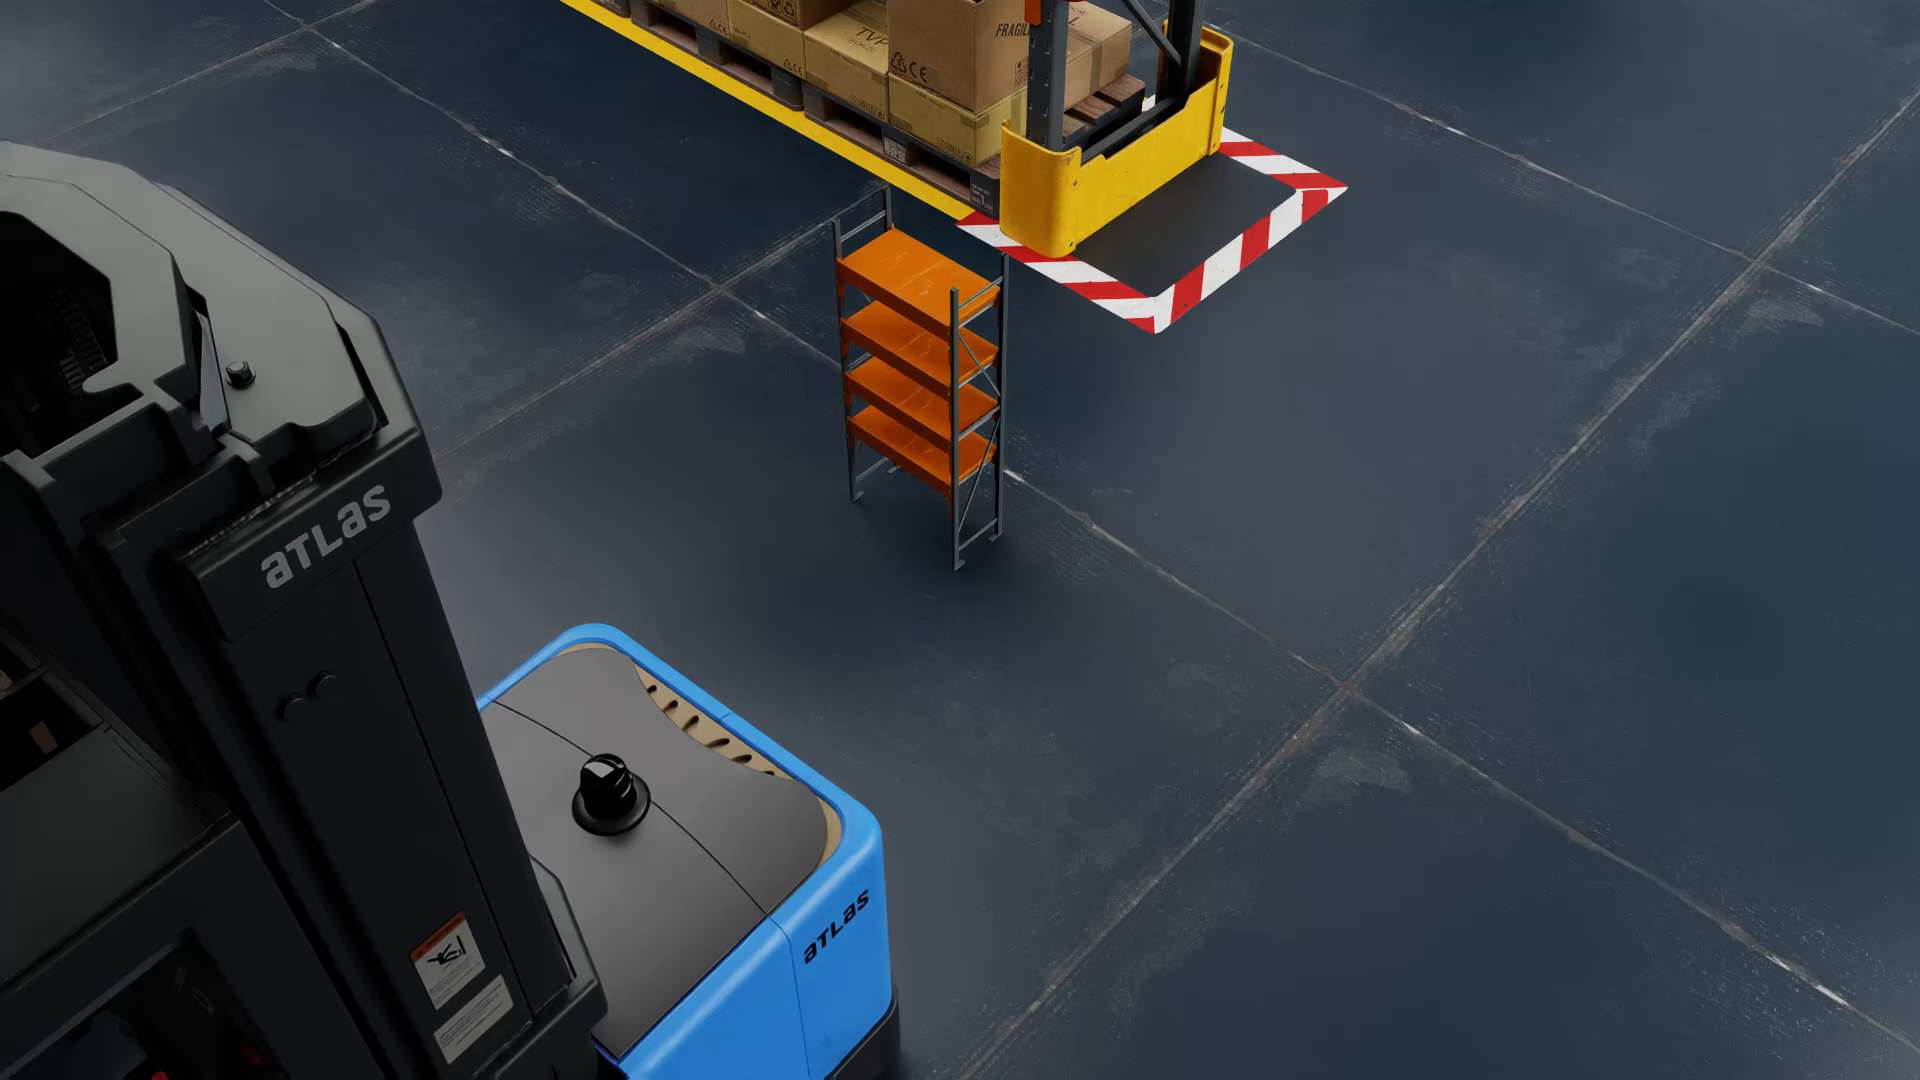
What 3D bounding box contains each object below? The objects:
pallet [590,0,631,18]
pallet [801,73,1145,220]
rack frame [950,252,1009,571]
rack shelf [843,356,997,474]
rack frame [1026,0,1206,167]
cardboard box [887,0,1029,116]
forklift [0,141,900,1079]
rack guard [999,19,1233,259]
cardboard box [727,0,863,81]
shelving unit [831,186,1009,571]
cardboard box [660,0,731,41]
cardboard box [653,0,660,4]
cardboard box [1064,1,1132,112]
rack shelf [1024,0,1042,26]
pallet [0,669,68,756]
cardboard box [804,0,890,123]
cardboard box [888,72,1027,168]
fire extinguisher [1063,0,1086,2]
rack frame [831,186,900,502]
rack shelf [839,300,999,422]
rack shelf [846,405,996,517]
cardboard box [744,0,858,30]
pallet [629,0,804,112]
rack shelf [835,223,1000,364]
[{"bbox_3d":[-1.740,-3.182,8.593,1.213,0.211,1.003,34,55,28],"label":"pallet"},{"bbox_3d":[0.053,-1.975,7.460,1.213,0.211,1.003,34,55,28],"label":"pallet"},{"bbox_3d":[0.058,-0.372,5.276,0.015,1.200,0.240,34,55,28],"label":"rack frame"},{"bbox_3d":[-0.122,-0.446,5.438,0.480,0.148,0.258,34,55,28],"label":"rack shelf"},{"bbox_3d":[0.643,-2.574,6.109,0.127,3.000,1.000,34,55,28],"label":"rack frame"},{"bbox_3d":[0.047,-2.139,6.785,0.500,0.500,0.500,34,55,28],"label":"cardboard box"},{"bbox_3d":[-1.486,0.963,2.836,1.130,2.935,3.031,31,54,26],"label":"forklift"},{"bbox_3d":[0.661,-1.707,7.010,0.348,0.500,1.175,34,55,28],"label":"rack guard"},{"bbox_3d":[-0.695,-2.371,7.516,0.500,0.250,0.500,34,55,28],"label":"cardboard box"},{"bbox_3d":[-0.122,-0.493,5.389,0.503,1.200,0.258,34,55,28],"label":"shelving unit"},{"bbox_3d":[-1.062,-2.619,7.749,0.500,0.250,0.500,34,55,28],"label":"cardboard box"},{"bbox_3d":[-1.433,-2.863,7.978,0.500,0.250,0.500,34,55,28],"label":"cardboard box"},{"bbox_3d":[0.400,-2.161,7.320,0.500,0.250,0.500,34,55,28],"label":"cardboard box"},{"bbox_3d":[-0.826,-3.317,7.300,4.000,0.370,1.077,34,55,28],"label":"rack shelf"},{"bbox_3d":[-3.343,0.578,5.063,1.213,0.211,1.003,34,55,28],"label":"pallet"},{"bbox_3d":[-0.327,-2.124,7.285,0.500,0.250,0.500,34,55,28],"label":"cardboard box"},{"bbox_3d":[0.049,-1.884,7.059,0.500,0.250,0.500,34,55,28],"label":"cardboard box"},{"bbox_3d":[0.415,-2.240,5.849,0.183,0.674,0.296,34,55,28],"label":"fire extinguisher"},{"bbox_3d":[-0.301,-0.613,5.503,0.015,1.200,0.240,34,55,28],"label":"rack frame"},{"bbox_3d":[-0.122,-0.600,5.275,0.480,0.148,0.258,34,55,28],"label":"rack shelf"},{"bbox_3d":[-0.122,-0.311,5.583,0.480,0.148,0.258,34,55,28],"label":"rack shelf"},{"bbox_3d":[-0.697,-2.626,7.241,0.500,0.500,0.500,34,55,28],"label":"cardboard box"},{"bbox_3d":[-0.839,-2.579,8.026,1.213,0.211,1.003,34,55,28],"label":"pallet"},{"bbox_3d":[-0.122,-0.762,5.103,0.480,0.148,0.258,34,55,28],"label":"rack shelf"}]
